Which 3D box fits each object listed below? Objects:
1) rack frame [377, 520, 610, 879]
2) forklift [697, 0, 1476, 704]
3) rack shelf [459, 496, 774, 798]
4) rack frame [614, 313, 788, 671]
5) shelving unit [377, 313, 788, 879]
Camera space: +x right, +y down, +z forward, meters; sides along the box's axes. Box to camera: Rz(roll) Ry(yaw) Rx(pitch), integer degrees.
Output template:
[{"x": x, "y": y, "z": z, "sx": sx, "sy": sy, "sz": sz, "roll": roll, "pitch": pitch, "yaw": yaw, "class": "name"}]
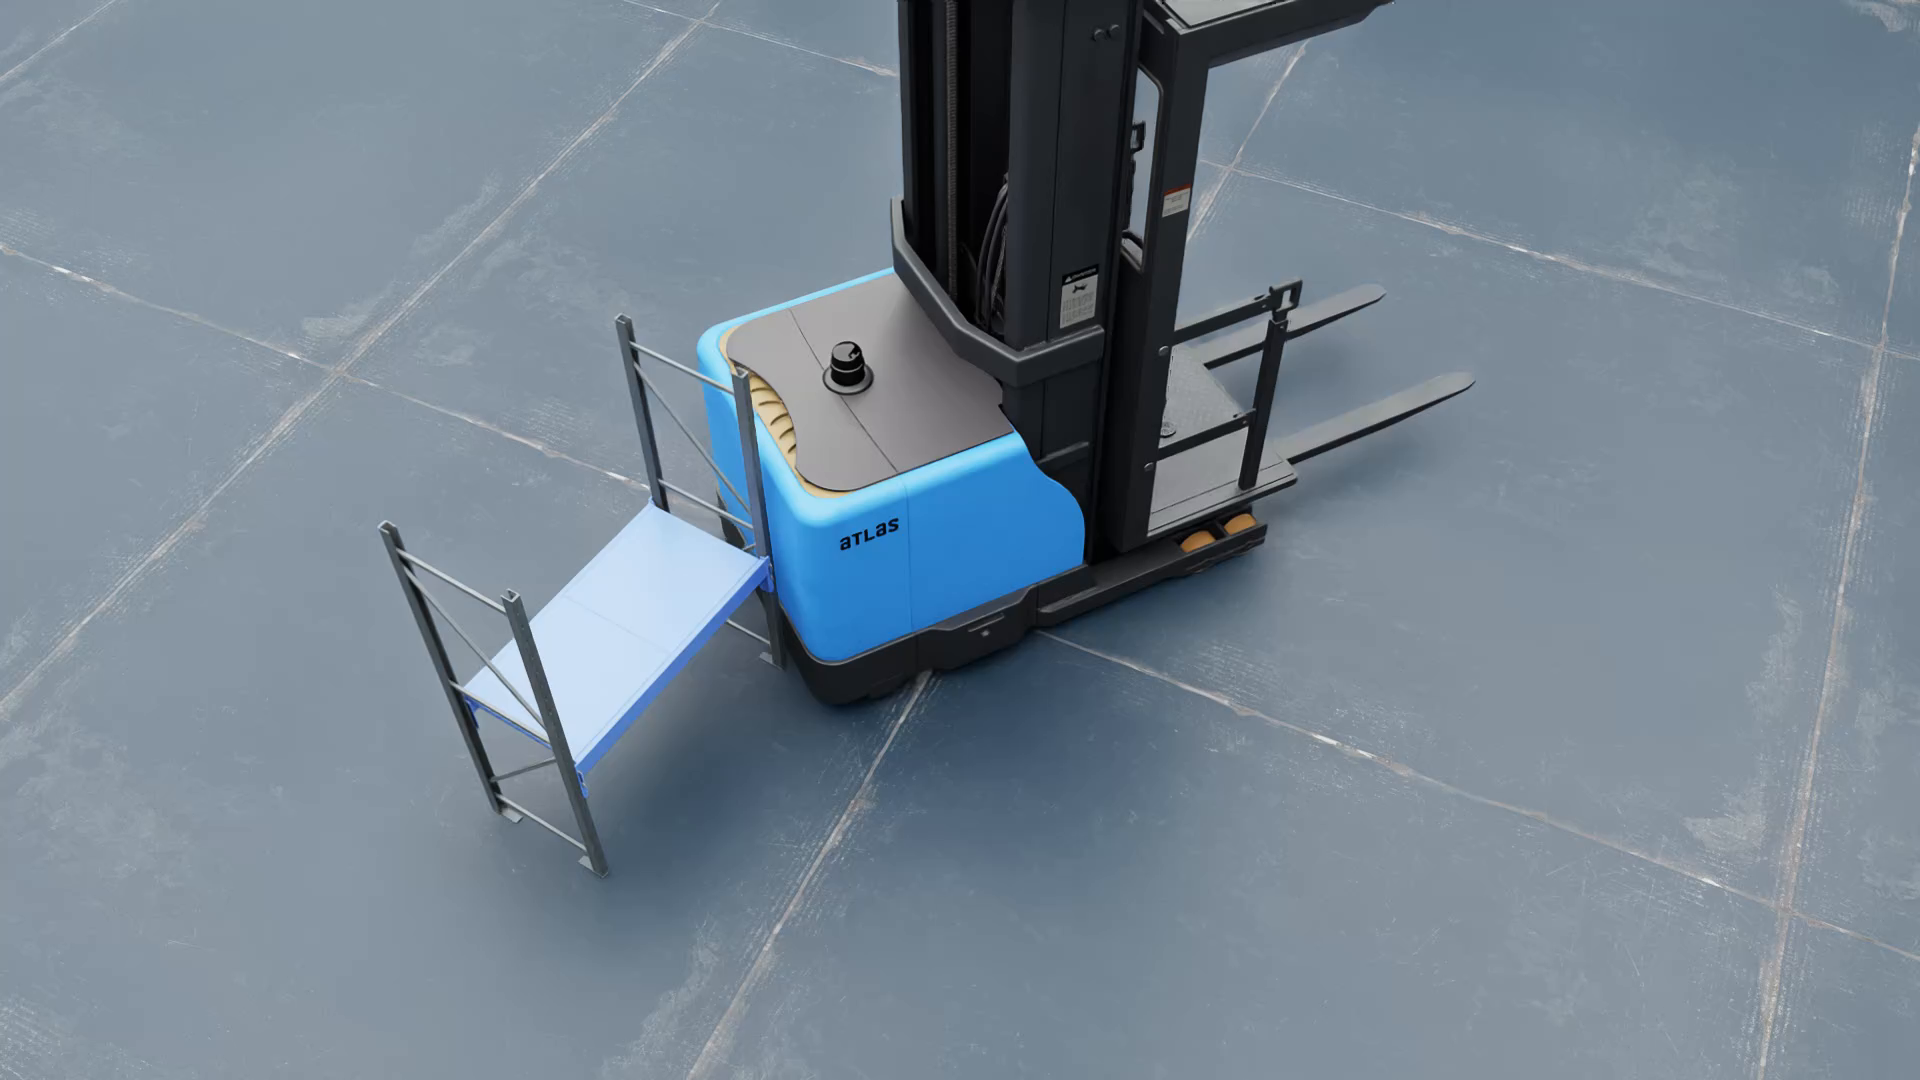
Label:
[{"x": -1.403, "y": 0.541, "z": 5.120, "sx": 0.500, "sy": 1.500, "sz": 0.032, "roll": 26, "pitch": 54, "yaw": 20, "class": "rack frame"}, {"x": 0.621, "y": -1.164, "z": 5.631, "sx": 3.031, "sy": 2.935, "sz": 1.130, "roll": -21, "pitch": 53, "yaw": -17, "class": "forklift"}, {"x": -1.131, "y": 0.331, "z": 5.535, "sx": 0.538, "sy": 0.185, "sz": 1.000, "roll": 26, "pitch": 54, "yaw": 20, "class": "rack shelf"}, {"x": -0.860, "y": -0.113, "z": 5.677, "sx": 0.500, "sy": 1.500, "sz": 0.032, "roll": 26, "pitch": 54, "yaw": 20, "class": "rack frame"}, {"x": -1.131, "y": 0.214, "z": 5.398, "sx": 0.538, "sy": 1.500, "sz": 1.048, "roll": 26, "pitch": 54, "yaw": 20, "class": "shelving unit"}]
